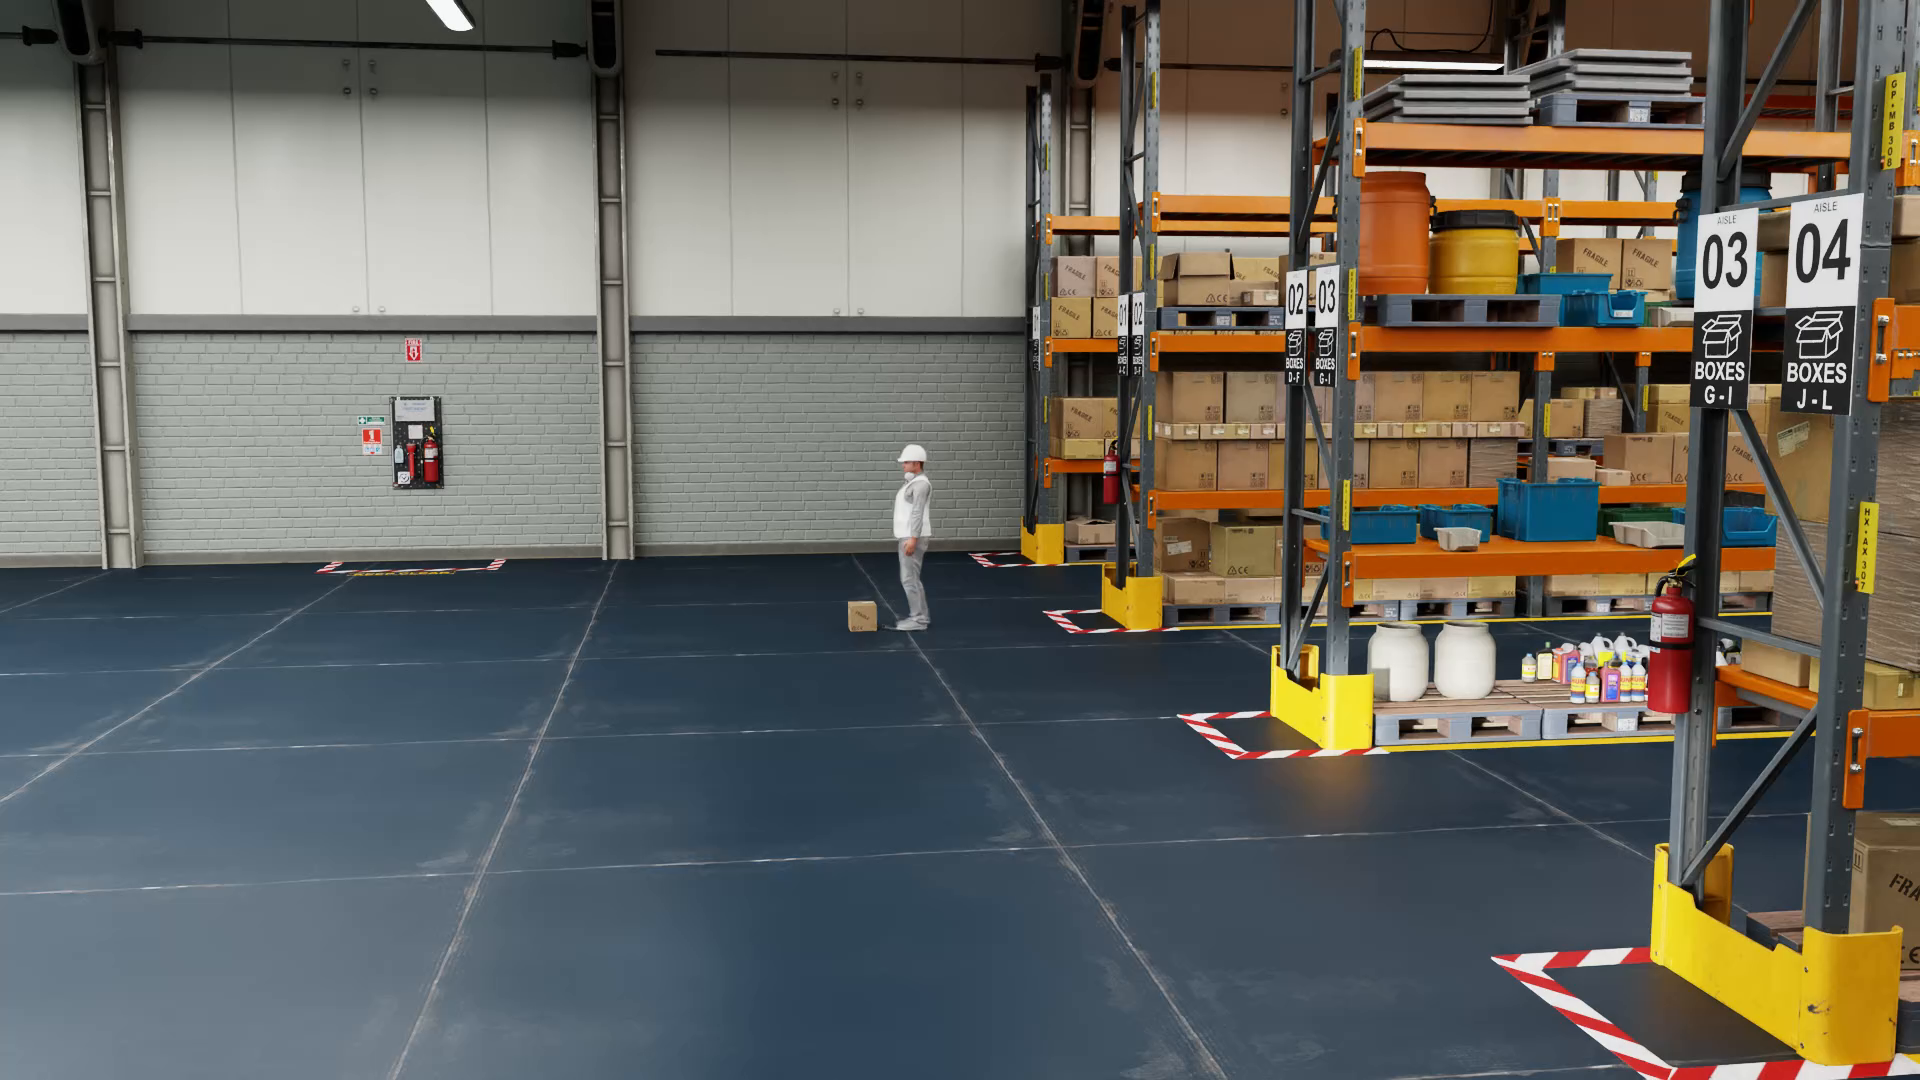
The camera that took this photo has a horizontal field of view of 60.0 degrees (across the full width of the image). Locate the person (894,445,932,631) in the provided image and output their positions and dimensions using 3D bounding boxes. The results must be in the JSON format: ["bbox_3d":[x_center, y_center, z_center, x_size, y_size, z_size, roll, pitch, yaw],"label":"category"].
[{"bbox_3d":[-0.454,-0.024,15.874,0.360,1.771,0.514,-1,6,-7],"label":"person"}]
